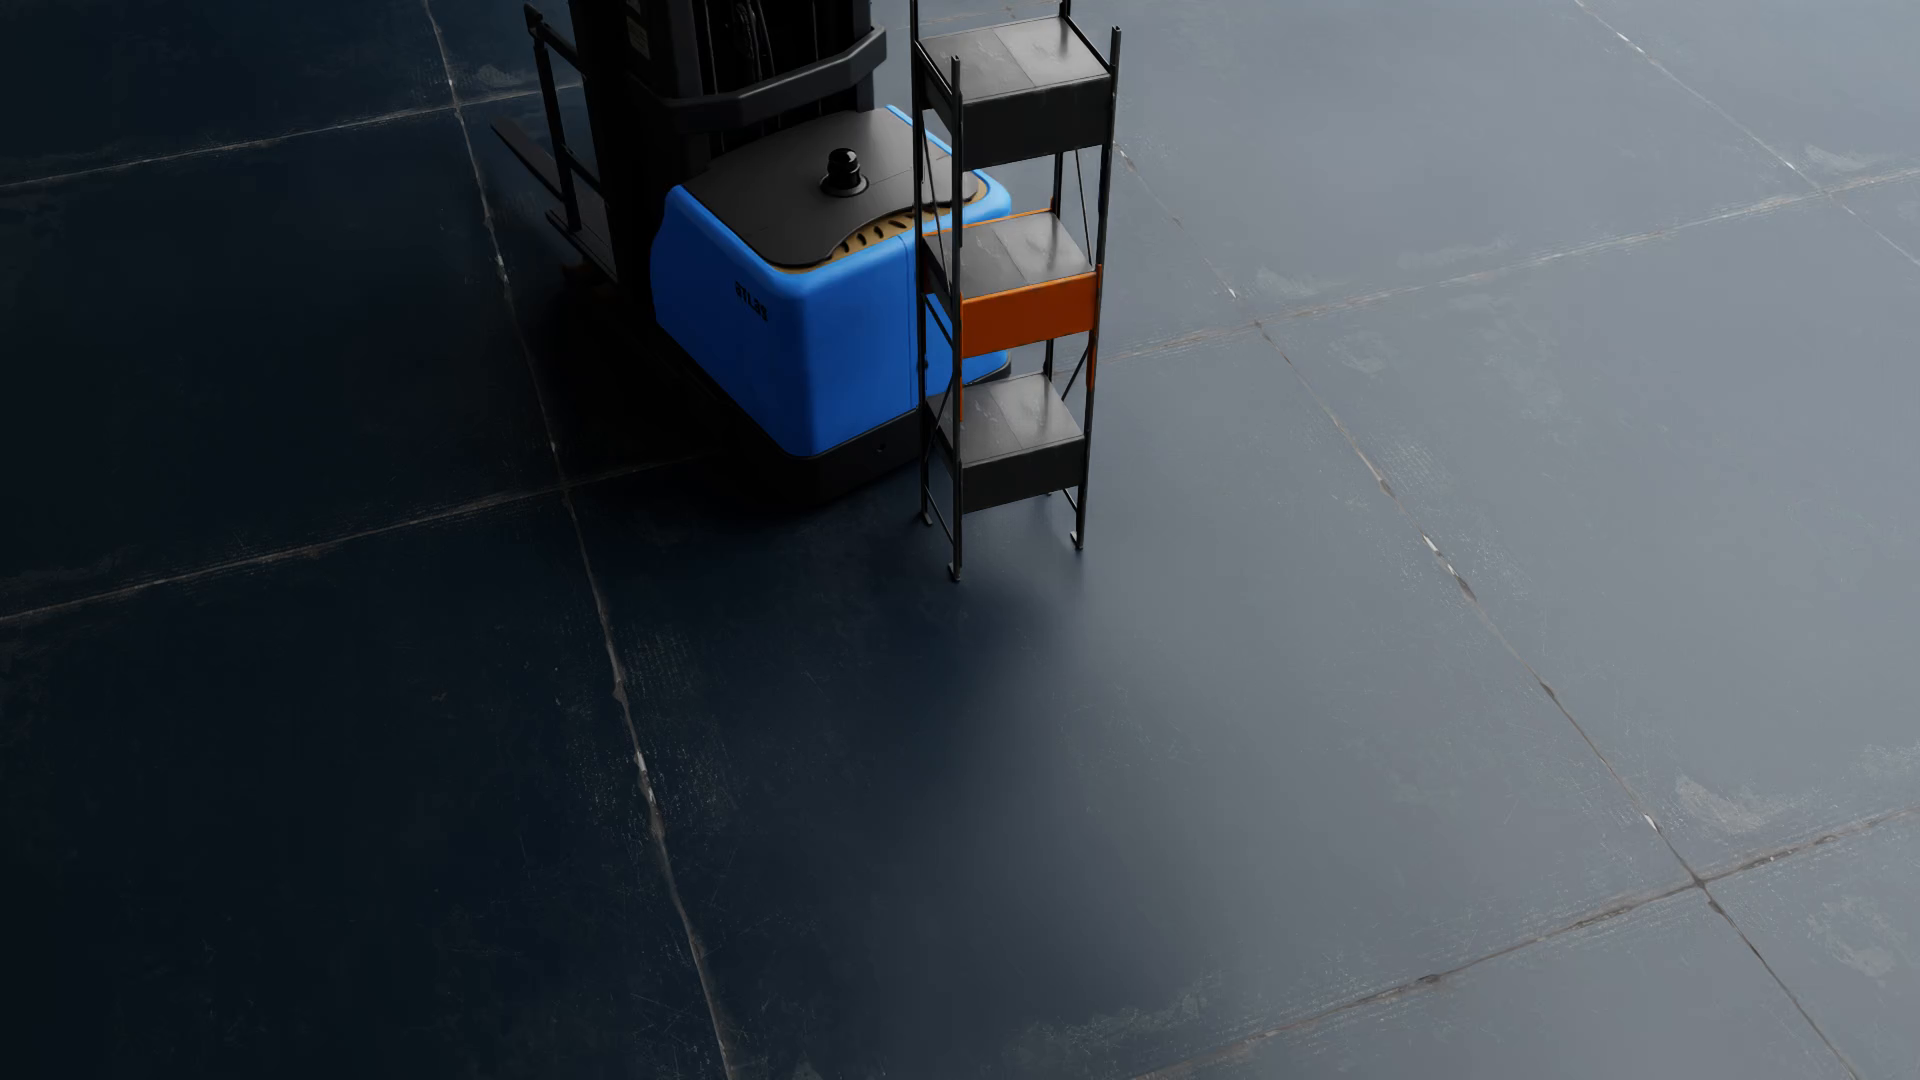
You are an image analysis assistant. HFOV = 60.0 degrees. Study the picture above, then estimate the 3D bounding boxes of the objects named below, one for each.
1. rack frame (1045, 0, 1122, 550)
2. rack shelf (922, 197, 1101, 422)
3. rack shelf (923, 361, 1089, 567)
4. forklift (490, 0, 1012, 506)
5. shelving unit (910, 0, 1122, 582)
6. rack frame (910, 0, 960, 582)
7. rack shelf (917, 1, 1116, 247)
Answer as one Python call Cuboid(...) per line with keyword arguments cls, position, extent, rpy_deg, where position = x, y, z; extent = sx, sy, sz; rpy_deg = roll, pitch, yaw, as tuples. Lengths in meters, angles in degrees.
Cuboid(cls="rack frame", position=(0.385, -0.840, 5.604), extent=(0.015, 2.100, 0.400), rpy_deg=(-14, 47, -14))
Cuboid(cls="rack shelf", position=(0.156, -0.771, 5.556), extent=(0.480, 0.518, 0.431), rpy_deg=(-14, 47, -14))
Cuboid(cls="rack shelf", position=(0.156, -0.277, 6.051), extent=(0.480, 0.518, 0.431), rpy_deg=(-14, 47, -14))
Cuboid(cls="forklift", position=(-1.077, -2.163, 6.336), extent=(1.130, 2.935, 3.031), rpy_deg=(-28, 51, -25))
Cuboid(cls="shelving unit", position=(0.156, -0.781, 5.546), extent=(0.503, 2.100, 0.431), rpy_deg=(-14, 47, -14))
Cuboid(cls="rack frame", position=(-0.074, -0.722, 5.487), extent=(0.015, 2.100, 0.400), rpy_deg=(-14, 47, -14))
Cuboid(cls="rack shelf", position=(0.156, -1.266, 5.060), extent=(0.480, 0.518, 0.431), rpy_deg=(-14, 47, -14))
